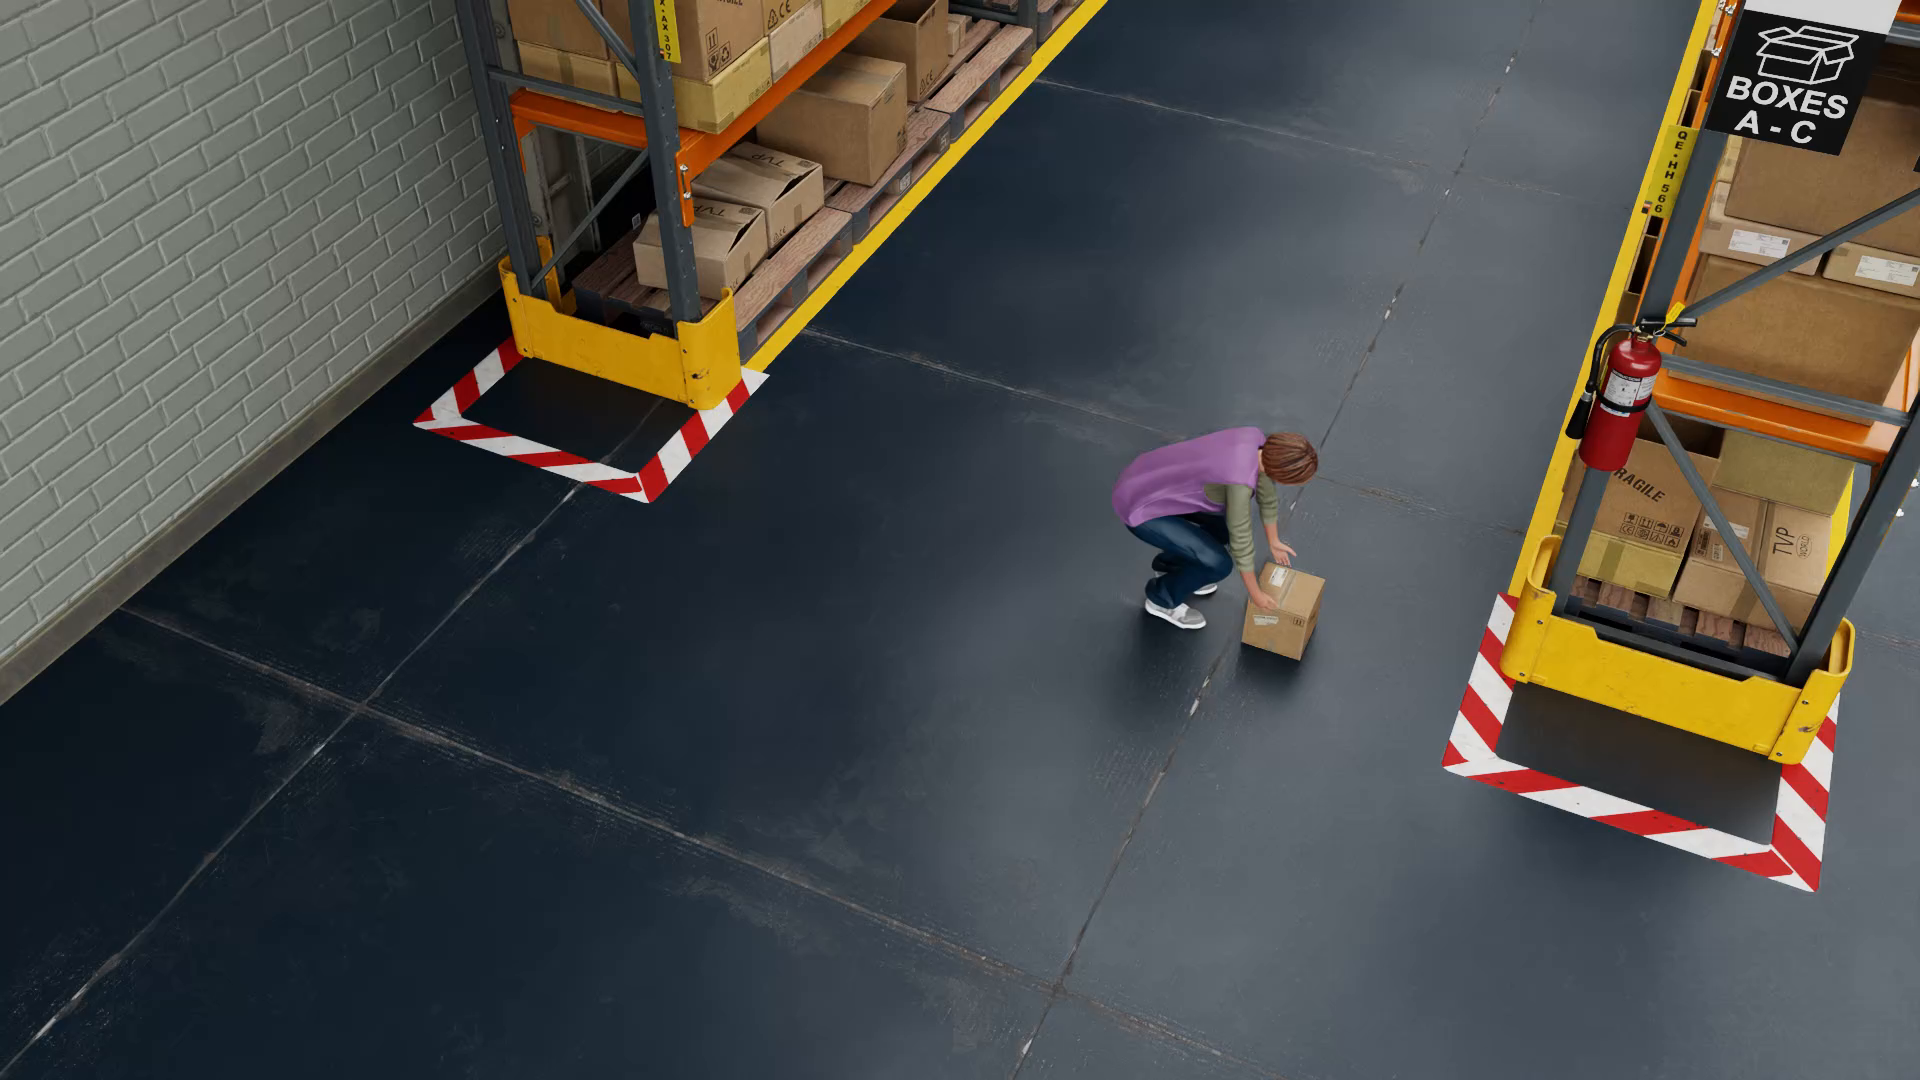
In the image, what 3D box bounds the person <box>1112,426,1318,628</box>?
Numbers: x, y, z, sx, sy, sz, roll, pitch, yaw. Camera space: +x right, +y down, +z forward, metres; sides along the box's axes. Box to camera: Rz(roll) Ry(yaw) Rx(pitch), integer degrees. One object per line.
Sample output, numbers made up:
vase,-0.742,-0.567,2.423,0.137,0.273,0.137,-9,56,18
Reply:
person,1.005,-0.090,6.740,0.777,0.958,0.450,17,45,18
